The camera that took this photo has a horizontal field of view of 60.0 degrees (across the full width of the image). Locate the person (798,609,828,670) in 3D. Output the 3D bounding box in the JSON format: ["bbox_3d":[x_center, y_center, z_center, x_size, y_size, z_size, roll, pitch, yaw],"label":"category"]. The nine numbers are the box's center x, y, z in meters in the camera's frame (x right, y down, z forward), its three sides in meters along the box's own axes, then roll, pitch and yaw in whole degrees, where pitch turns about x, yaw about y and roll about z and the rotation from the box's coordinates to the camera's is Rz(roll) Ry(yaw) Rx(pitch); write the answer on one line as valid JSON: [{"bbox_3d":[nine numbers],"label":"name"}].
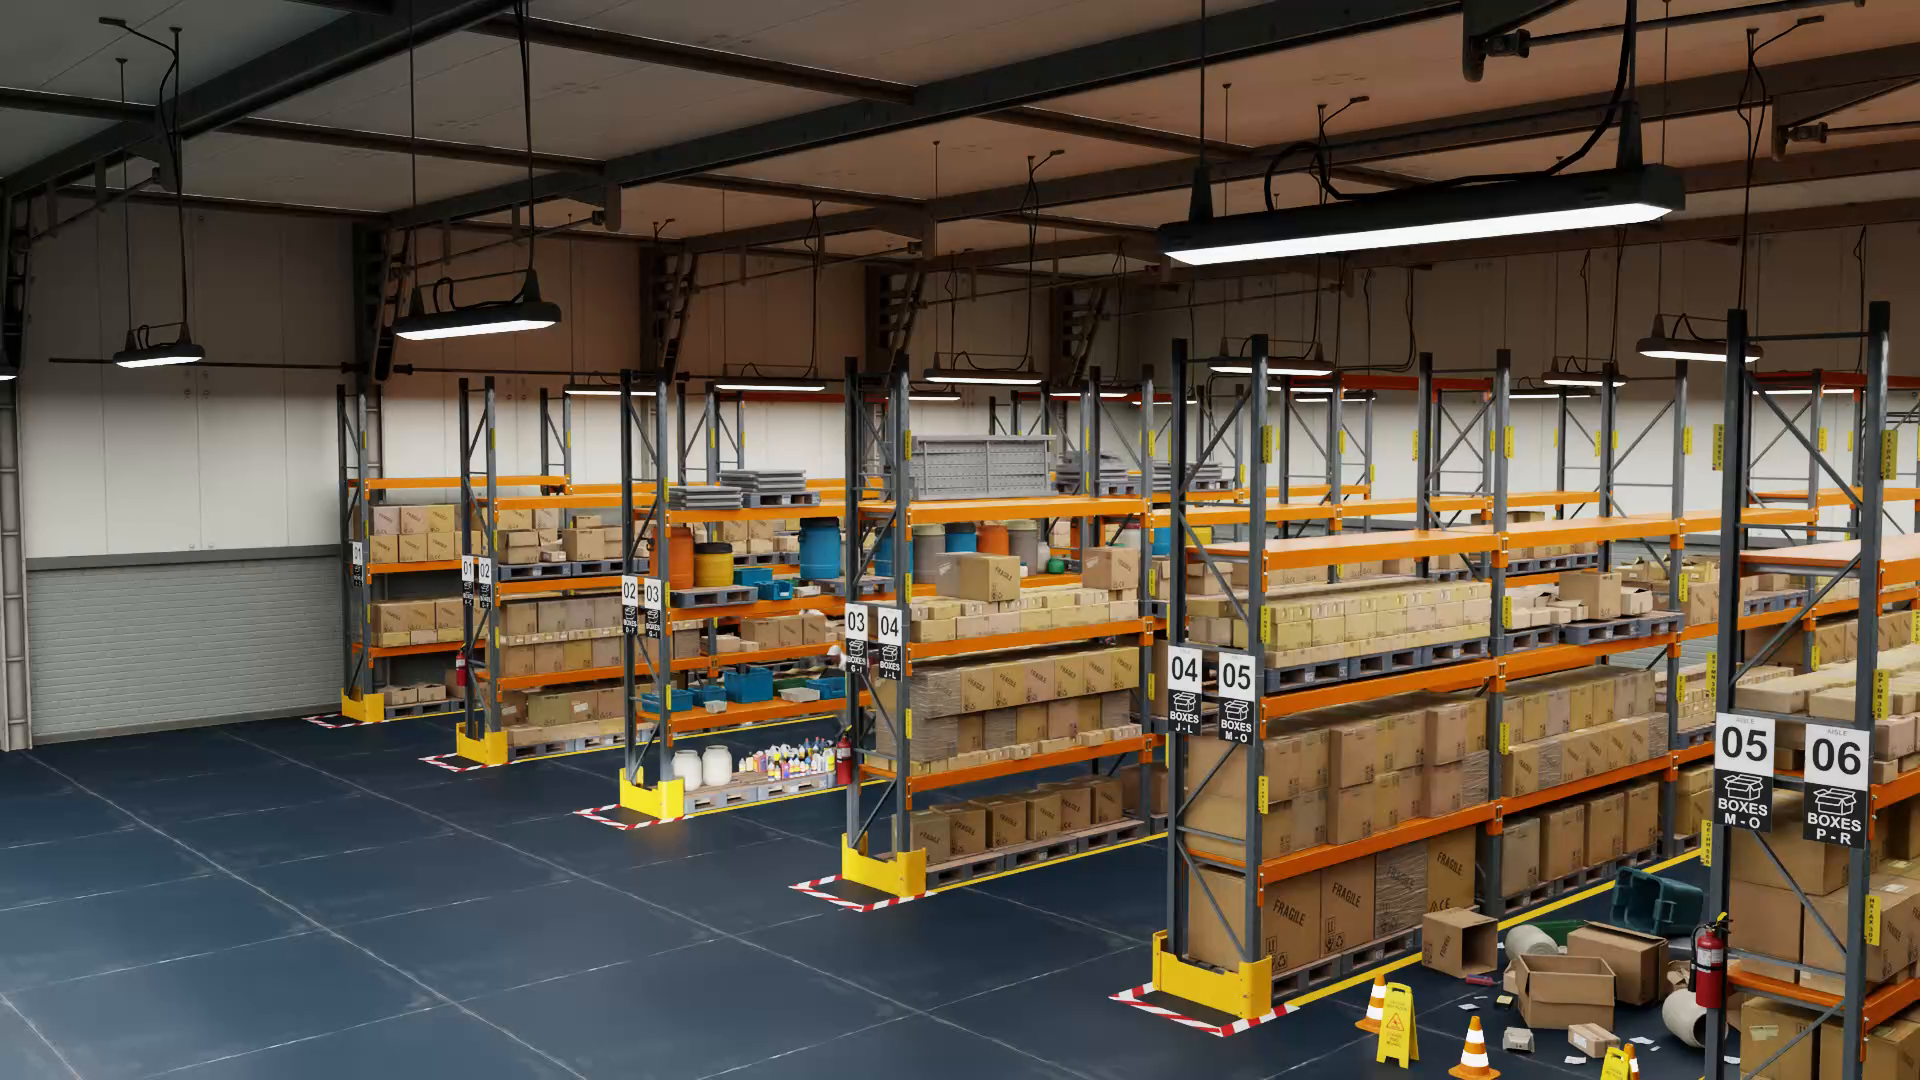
[{"bbox_3d":[-3.130,2.052,34.149,0.614,1.819,0.831,3,5,43],"label":"person"}]

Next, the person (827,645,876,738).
[{"bbox_3d":[-1.821,2.521,27.863,1.129,1.576,0.708,-2,4,-32],"label":"person"}]
